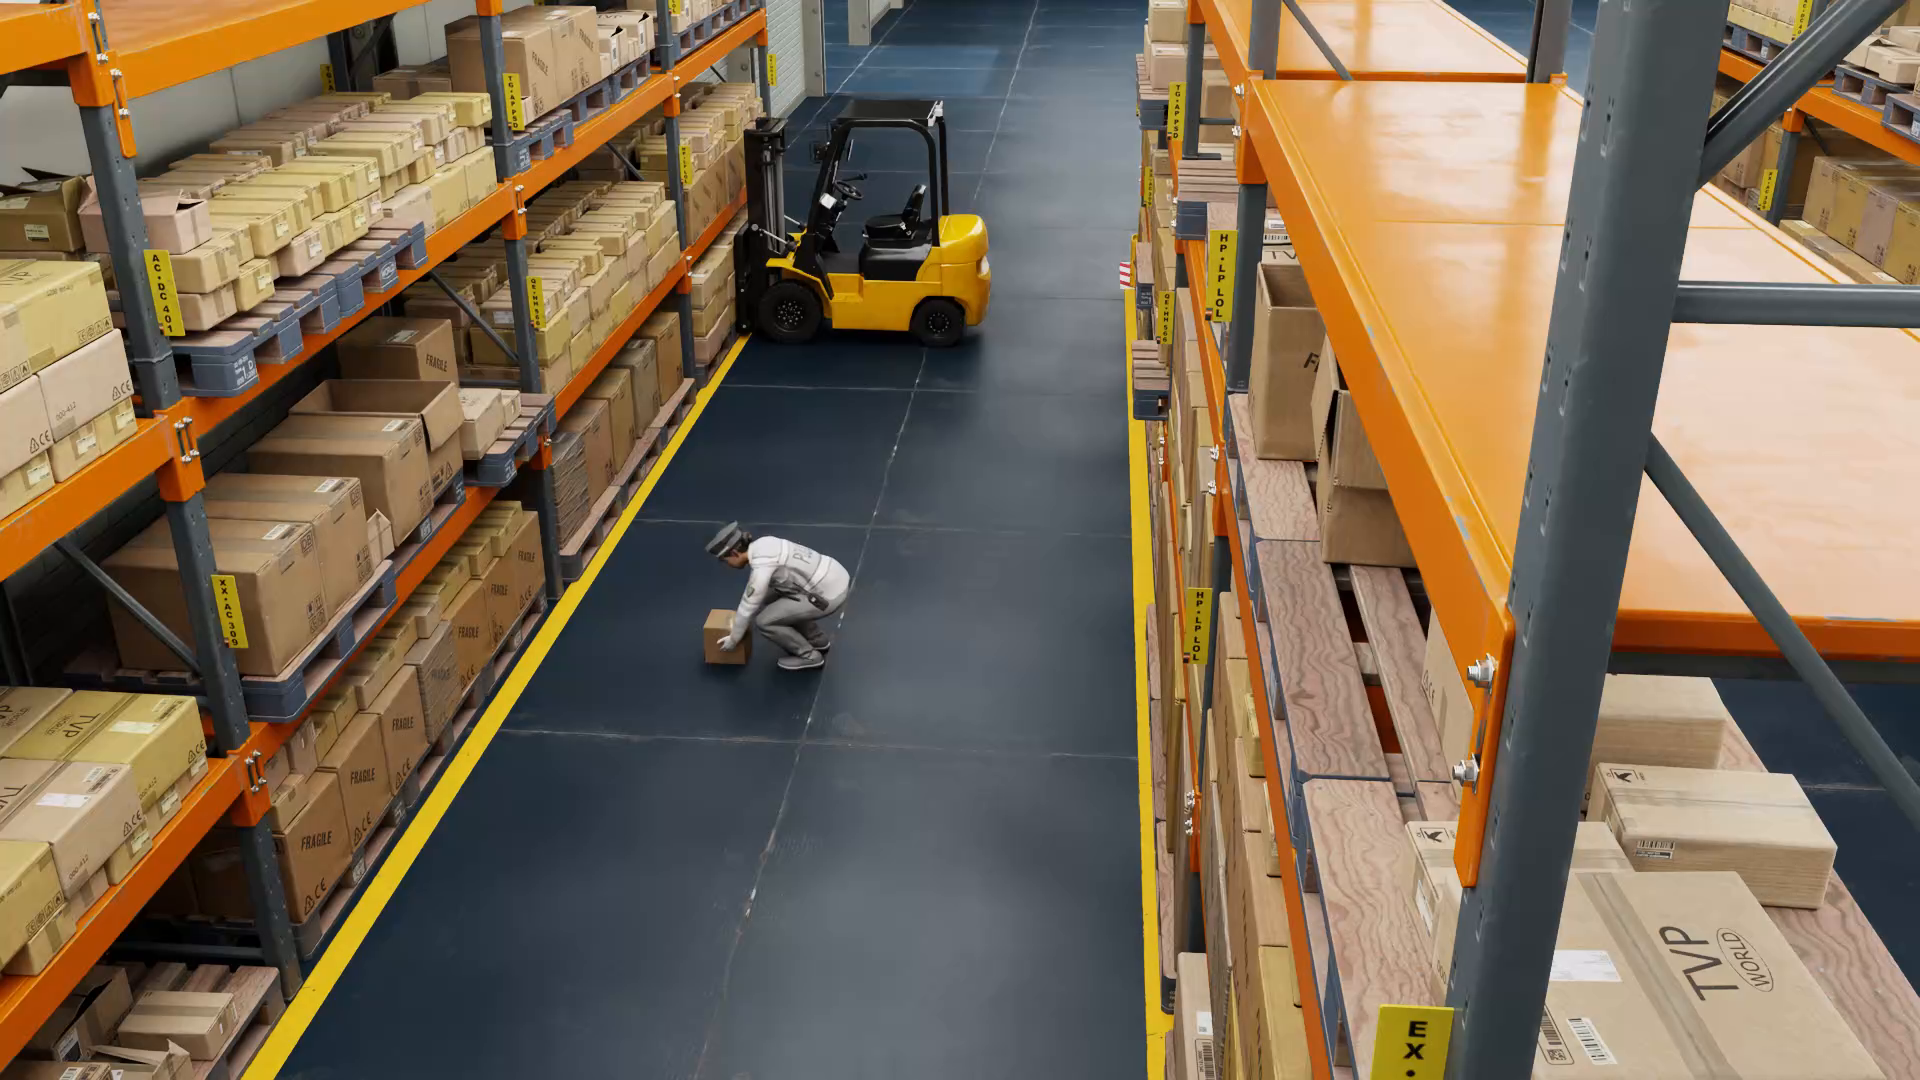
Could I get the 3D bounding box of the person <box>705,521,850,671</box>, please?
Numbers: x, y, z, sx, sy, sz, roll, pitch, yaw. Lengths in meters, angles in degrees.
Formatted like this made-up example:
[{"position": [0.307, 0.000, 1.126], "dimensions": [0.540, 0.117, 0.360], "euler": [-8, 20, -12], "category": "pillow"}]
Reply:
[{"position": [-1.109, 0.321, 10.181], "dimensions": [0.853, 0.928, 0.490], "euler": [2, 25, 4], "category": "person"}]
